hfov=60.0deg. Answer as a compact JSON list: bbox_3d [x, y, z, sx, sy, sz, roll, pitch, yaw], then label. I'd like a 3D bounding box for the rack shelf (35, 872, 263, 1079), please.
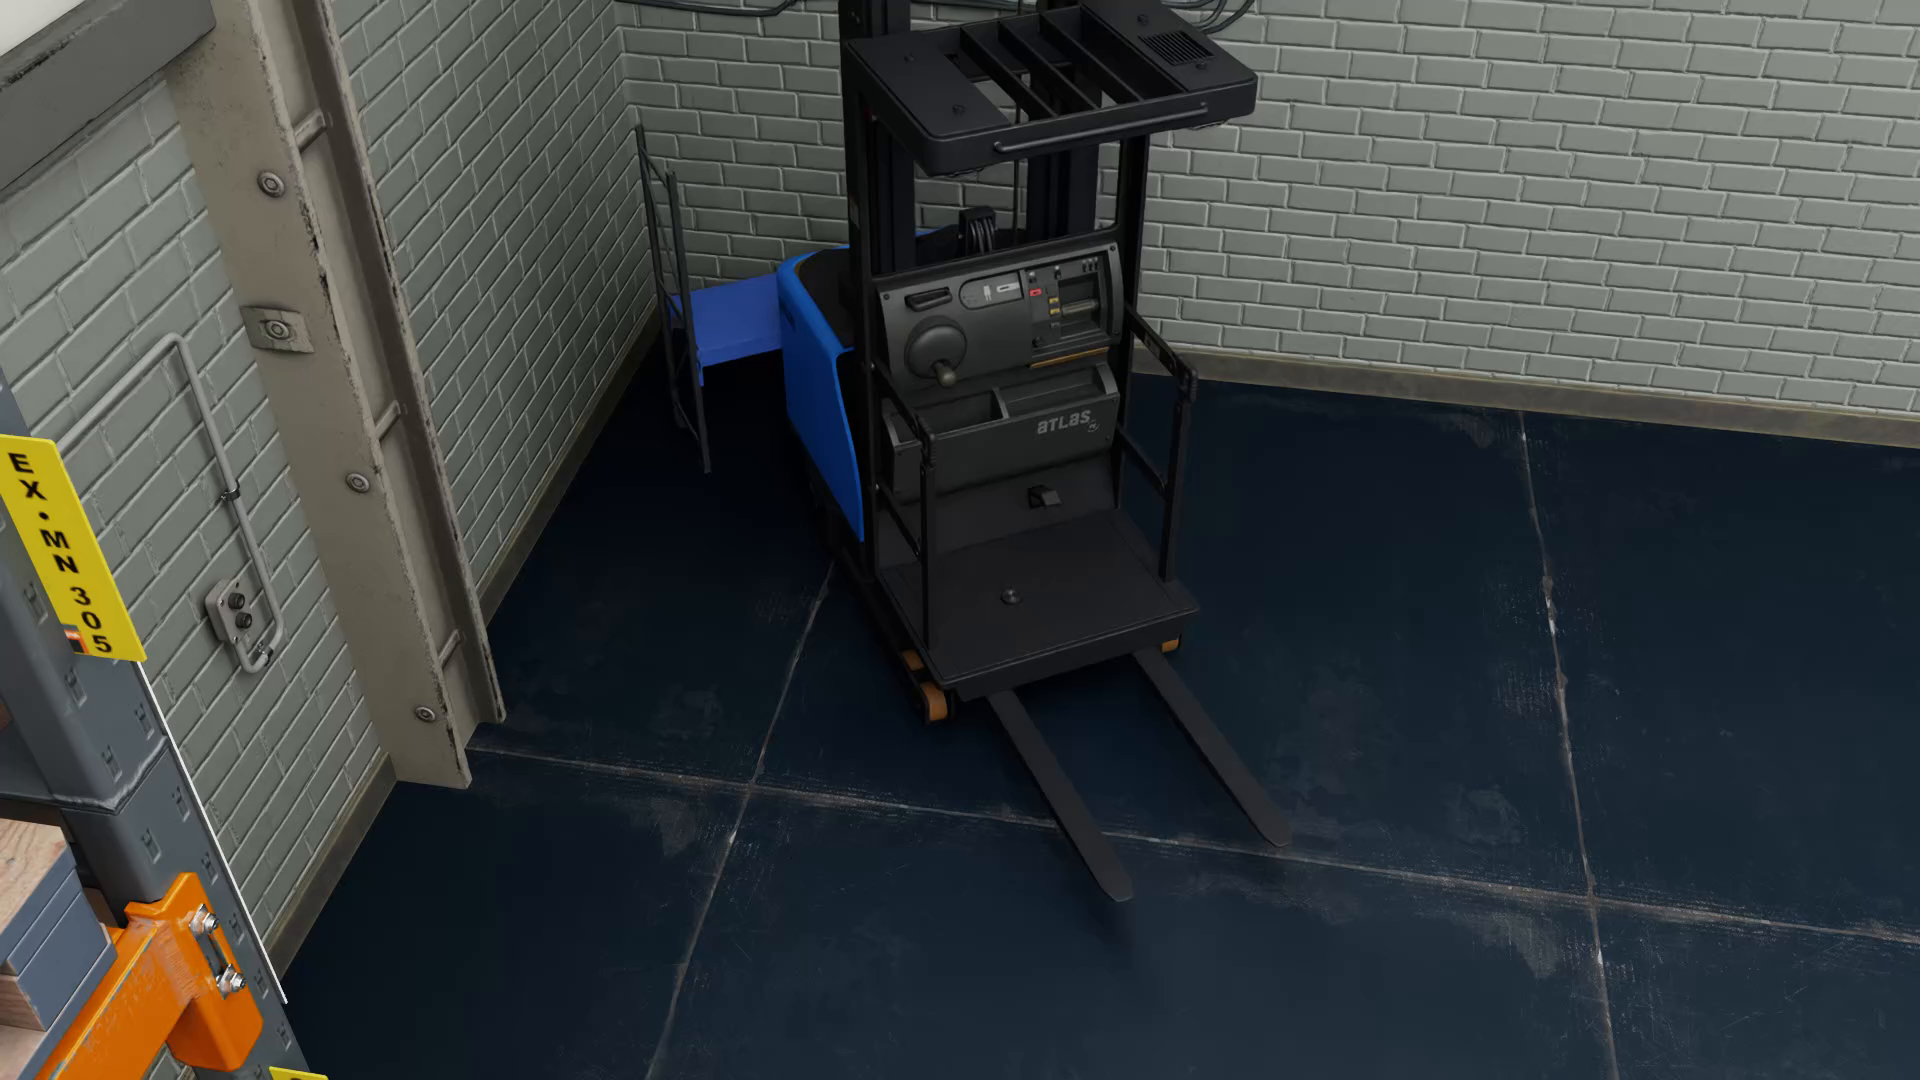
[{"bbox_3d":[-1.900,1.789,0.943,1.077,0.370,4.000,6,40,8],"label":"rack shelf"}]

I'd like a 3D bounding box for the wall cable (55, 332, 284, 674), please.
[{"bbox_3d":[-2.264,0.113,3.962,0.084,1.984,1.851,6,40,8],"label":"wall cable"}]

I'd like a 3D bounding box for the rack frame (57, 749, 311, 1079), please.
[{"bbox_3d":[-1.554,1.412,3.188,1.000,3.000,0.127,6,40,8],"label":"rack frame"}]

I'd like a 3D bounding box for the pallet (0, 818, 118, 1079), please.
[{"bbox_3d":[-1.672,0.757,1.696,1.003,0.211,1.213,6,40,8],"label":"pallet"}]

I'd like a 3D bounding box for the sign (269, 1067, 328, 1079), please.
[{"bbox_3d":[-1.022,0.943,2.660,0.100,0.325,0.005,6,40,8],"label":"sign"}]

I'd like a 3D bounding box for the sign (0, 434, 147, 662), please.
[{"bbox_3d":[-1.022,0.014,1.892,0.100,0.325,0.005,6,40,8],"label":"sign"}]

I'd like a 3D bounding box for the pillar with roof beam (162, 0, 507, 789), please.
[{"bbox_3d":[2.301,-2.215,2.867,9.100,9.000,0.400,6,40,8],"label":"pillar with roof beam"}]

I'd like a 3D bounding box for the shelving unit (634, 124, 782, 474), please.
[{"bbox_3d":[-0.794,-1.164,7.481,1.048,1.500,0.538,-16,42,-19],"label":"shelving unit"}]

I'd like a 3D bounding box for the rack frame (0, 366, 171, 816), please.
[{"bbox_3d":[-1.554,-0.900,1.276,1.000,3.000,0.127,6,40,8],"label":"rack frame"}]

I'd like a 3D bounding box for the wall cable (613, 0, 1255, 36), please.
[{"bbox_3d":[-0.223,-3.213,6.511,3.097,2.526,0.112,6,40,8],"label":"wall cable"}]

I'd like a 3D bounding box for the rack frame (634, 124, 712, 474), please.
[{"bbox_3d":[-1.257,-1.030,7.319,0.032,1.500,0.500,-16,42,-19],"label":"rack frame"}]

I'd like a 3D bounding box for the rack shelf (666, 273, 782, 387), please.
[{"bbox_3d":[-0.794,-1.026,7.596,1.000,0.185,0.538,-16,42,-19],"label":"rack shelf"}]

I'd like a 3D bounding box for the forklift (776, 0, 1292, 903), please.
[{"bbox_3d":[0.243,-0.738,5.842,1.130,2.935,3.031,-15,42,-17],"label":"forklift"}]

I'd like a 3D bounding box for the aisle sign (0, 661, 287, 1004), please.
[{"bbox_3d":[-1.246,0.398,2.374,0.394,0.787,0.004,6,40,8],"label":"aisle sign"}]
